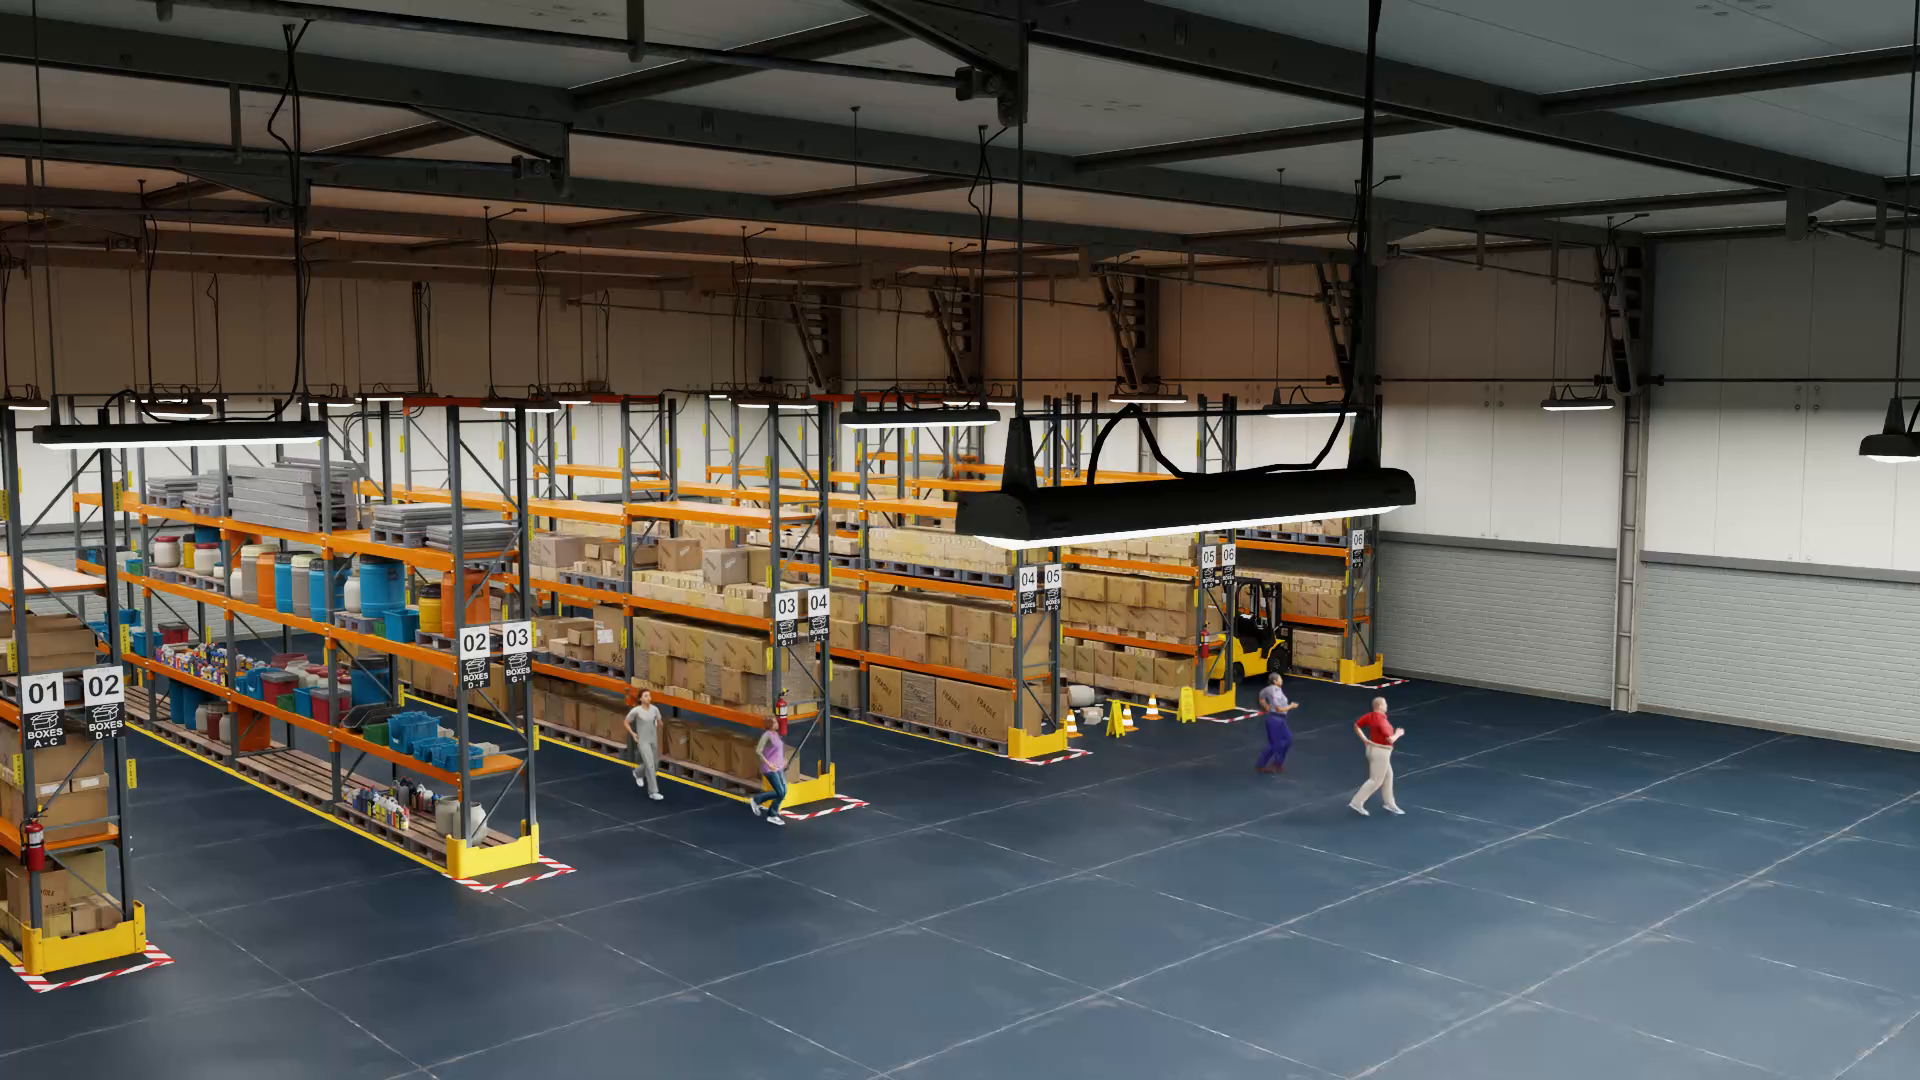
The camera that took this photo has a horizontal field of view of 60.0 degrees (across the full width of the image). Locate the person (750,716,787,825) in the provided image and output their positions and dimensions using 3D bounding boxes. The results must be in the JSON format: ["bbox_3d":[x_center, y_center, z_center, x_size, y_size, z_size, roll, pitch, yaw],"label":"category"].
[{"bbox_3d":[-2.725,3.281,23.717,0.517,1.551,0.552,1,6,14],"label":"person"}]

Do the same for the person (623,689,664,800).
[{"bbox_3d":[-4.771,3.064,25.203,0.564,1.645,0.914,-5,8,-43],"label":"person"}]

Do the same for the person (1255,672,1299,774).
[{"bbox_3d":[5.063,2.954,26.605,0.680,1.695,0.582,0,6,5],"label":"person"}]

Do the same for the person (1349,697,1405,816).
[{"bbox_3d":[6.043,3.138,24.028,0.913,1.761,0.649,-1,6,-8],"label":"person"}]
